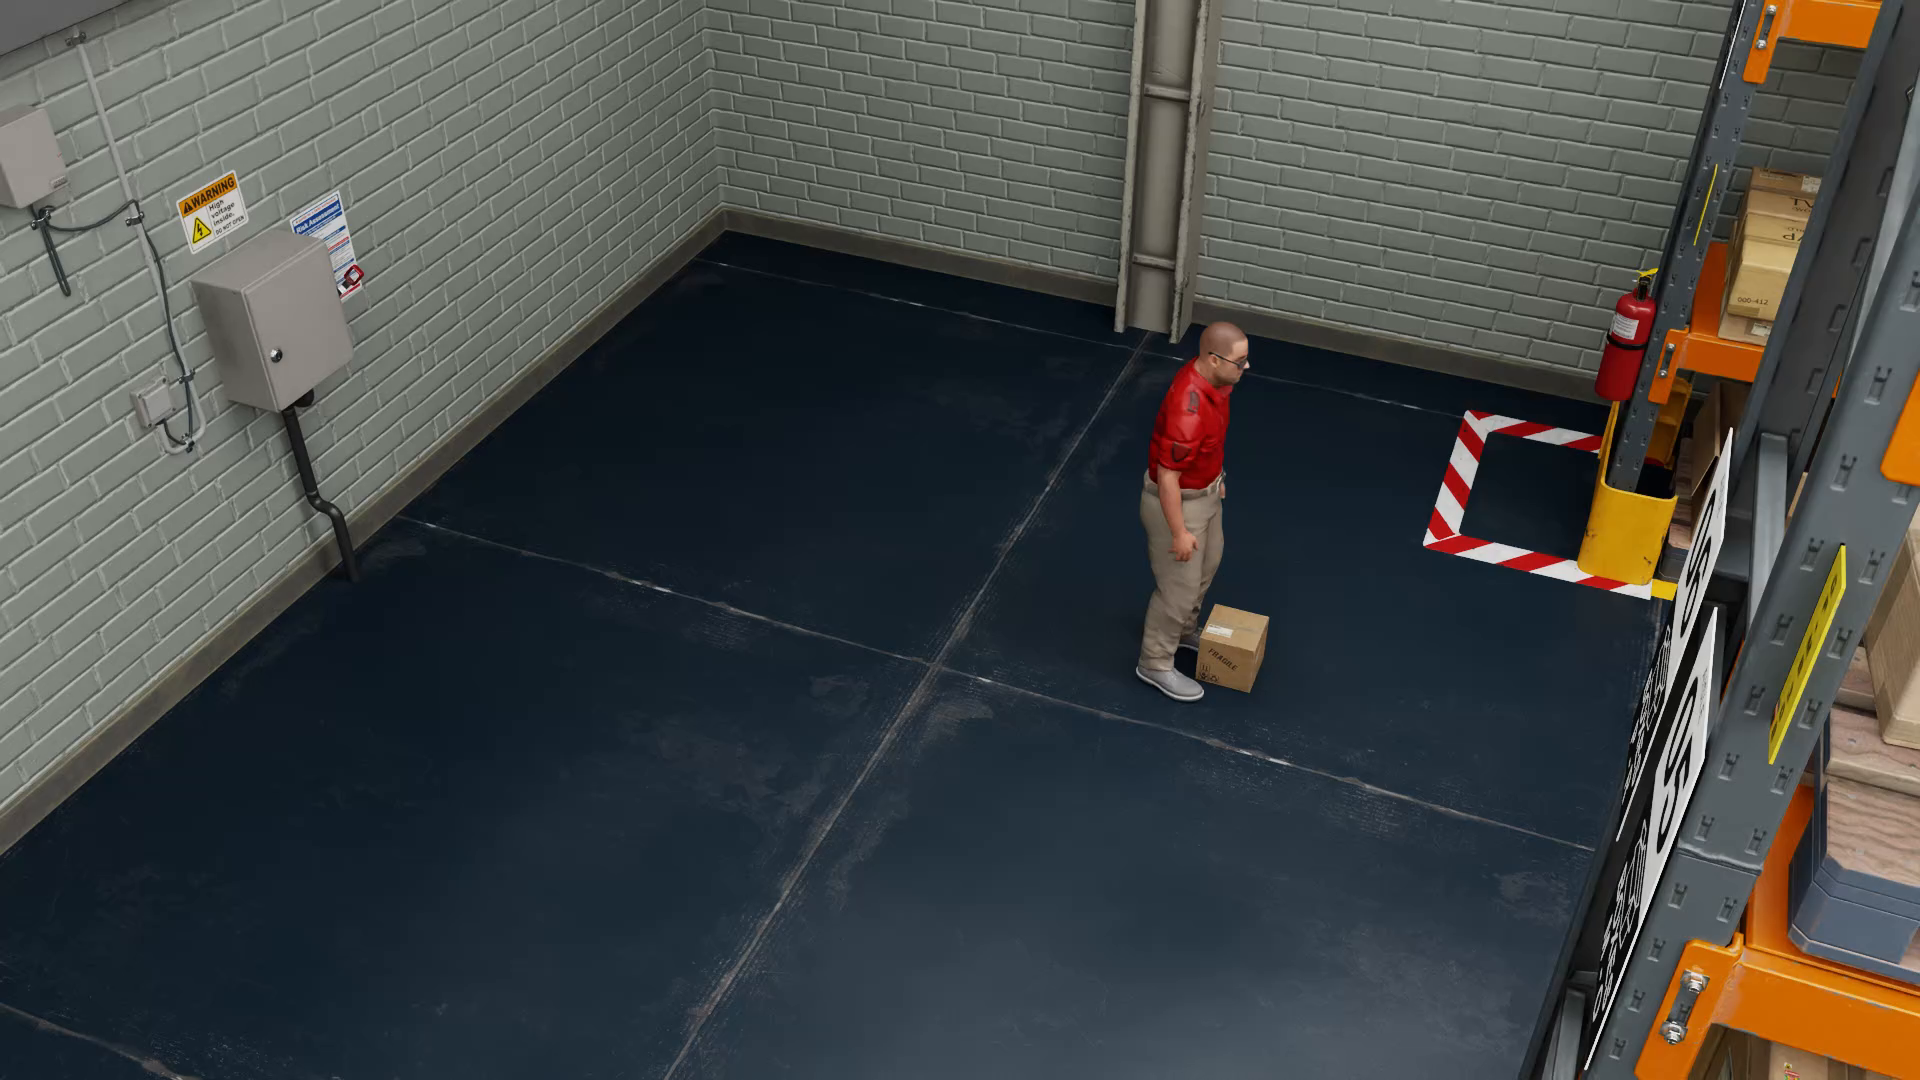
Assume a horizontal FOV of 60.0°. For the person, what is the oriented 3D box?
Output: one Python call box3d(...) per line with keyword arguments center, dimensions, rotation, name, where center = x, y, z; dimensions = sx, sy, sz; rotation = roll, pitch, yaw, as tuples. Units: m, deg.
box3d(center=(0.993, -0.156, 7.035), dimensions=(0.422, 1.727, 0.585), rotation=(14, 39, 18), name="person")
